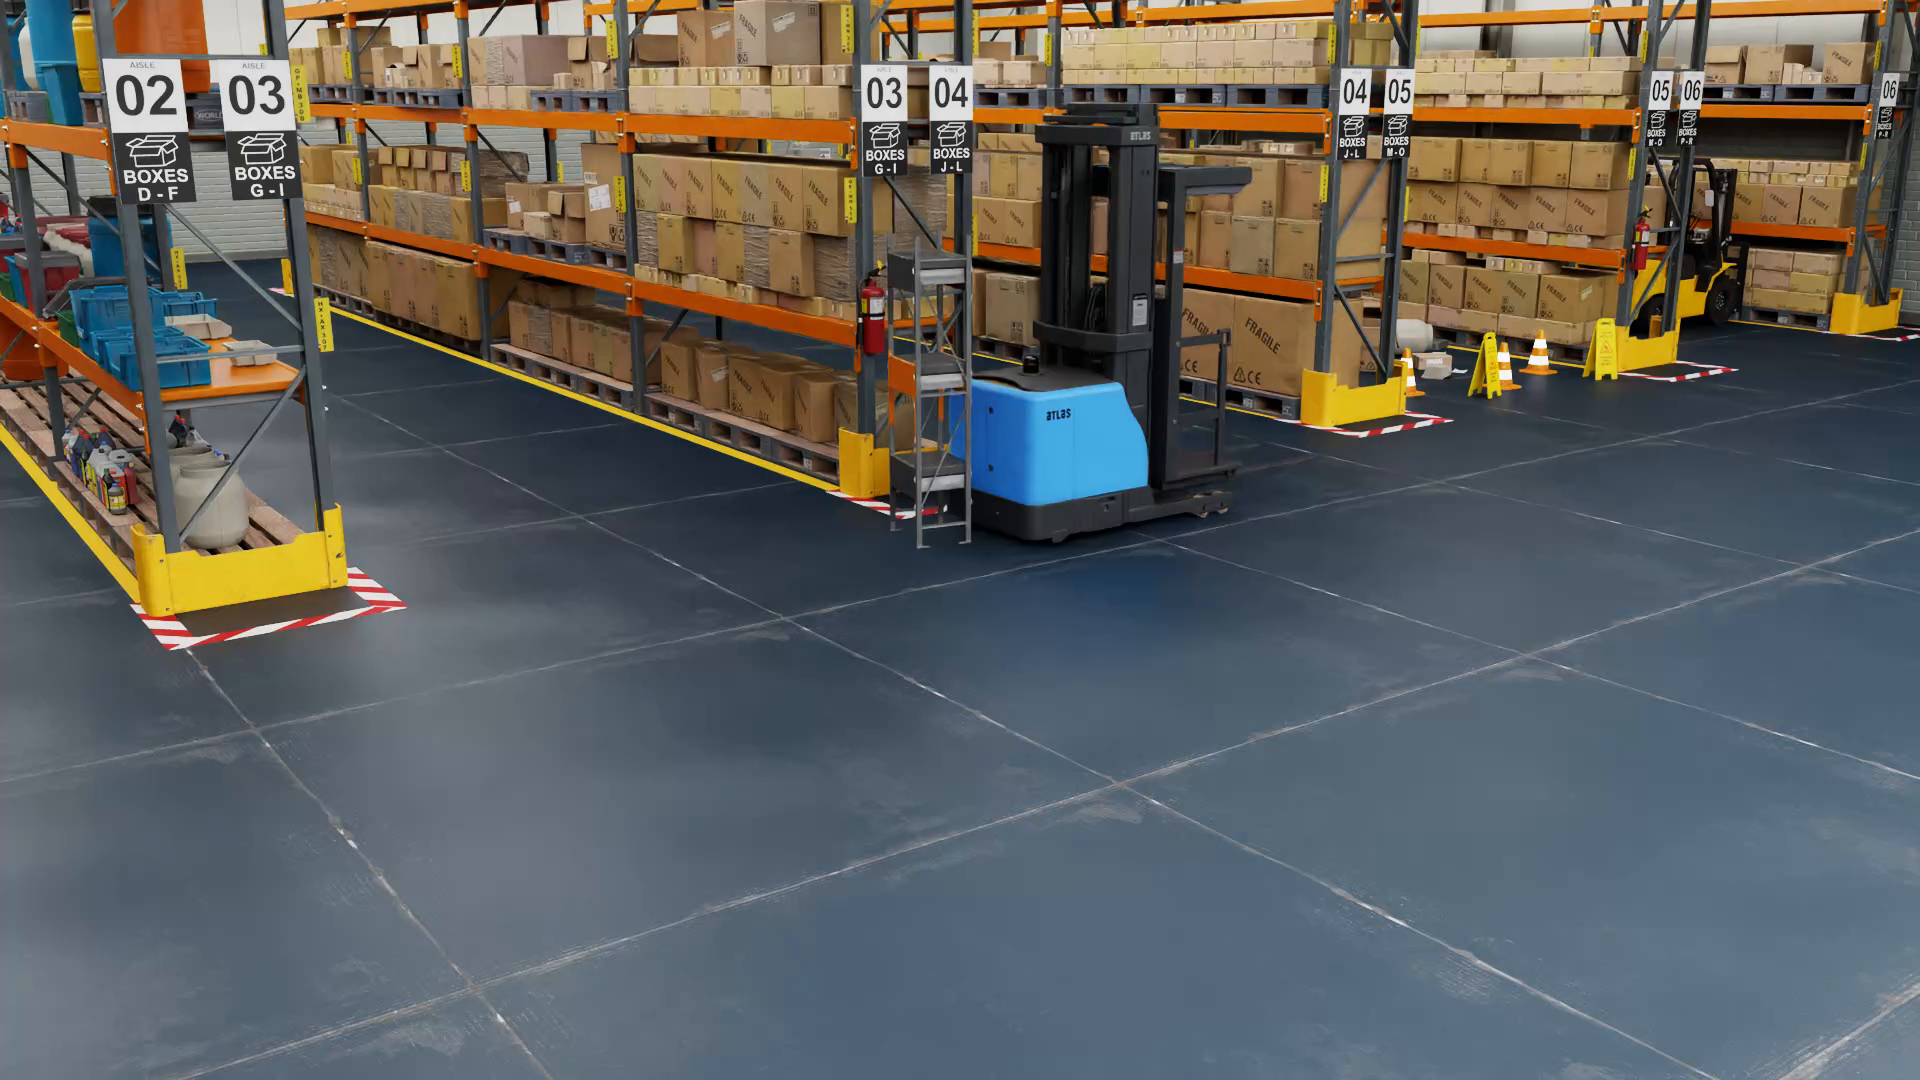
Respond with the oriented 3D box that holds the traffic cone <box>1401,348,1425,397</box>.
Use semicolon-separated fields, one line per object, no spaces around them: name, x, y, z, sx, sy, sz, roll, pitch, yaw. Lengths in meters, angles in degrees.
traffic cone;4.564;-1.727;17.009;0.336;0.463;0.334;-11;19;-35

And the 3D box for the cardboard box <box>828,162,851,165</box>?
cardboard box;-0.735;-2.810;13.513;0.500;0.500;0.500;-11;19;-35

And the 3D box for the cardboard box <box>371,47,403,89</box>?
cardboard box;-7.050;-6.006;21.171;0.700;0.500;0.500;-10;18;-33

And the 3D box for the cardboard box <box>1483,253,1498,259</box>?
cardboard box;8.567;-4.366;25.547;0.875;0.625;0.625;-11;19;-35

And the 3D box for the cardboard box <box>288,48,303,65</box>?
cardboard box;-9.169;-6.789;23.843;0.700;0.500;0.500;-12;19;-37

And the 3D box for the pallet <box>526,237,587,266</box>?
pallet;-3.850;-3.068;17.466;1.003;0.211;1.213;-11;19;-35

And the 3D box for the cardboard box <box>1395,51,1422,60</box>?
cardboard box;7.210;-7.439;26.218;0.500;0.500;0.500;-11;19;-34

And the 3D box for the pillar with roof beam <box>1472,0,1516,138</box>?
pillar with roof beam;4.995;-7.973;23.660;9.100;9.000;0.400;-11;19;-35

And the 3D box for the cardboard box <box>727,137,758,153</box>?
cardboard box;-3.396;-5.987;25.122;0.500;0.500;0.500;-10;18;-33

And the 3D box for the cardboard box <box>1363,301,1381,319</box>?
cardboard box;4.850;-2.616;20.183;0.500;0.500;0.500;1;15;4

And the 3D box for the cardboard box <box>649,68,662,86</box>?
cardboard box;-2.542;-4.126;14.815;0.380;0.149;0.250;-12;19;-37

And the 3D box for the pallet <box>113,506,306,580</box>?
pallet;-4.906;0.062;10.949;1.003;0.211;1.213;-11;19;-35

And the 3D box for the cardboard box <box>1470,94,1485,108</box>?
cardboard box;6.213;-5.152;19.510;0.380;0.149;0.250;-11;19;-34

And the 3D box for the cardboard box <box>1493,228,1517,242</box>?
cardboard box;6.471;-3.594;19.502;0.380;0.149;0.250;-11;19;-35

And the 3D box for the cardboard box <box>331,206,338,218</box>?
cardboard box;-8.449;-4.543;22.970;0.380;0.149;0.250;-10;18;-34

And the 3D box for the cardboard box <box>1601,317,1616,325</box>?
cardboard box;7.422;-2.498;19.434;0.500;0.250;0.500;-11;19;-35

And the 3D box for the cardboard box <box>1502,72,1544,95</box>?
cardboard box;6.550;-5.210;18.966;0.500;0.250;0.500;-10;18;-33

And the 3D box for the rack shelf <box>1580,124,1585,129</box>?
rack shelf;8.157;-6.559;25.538;1.077;0.370;4.000;-11;19;-35

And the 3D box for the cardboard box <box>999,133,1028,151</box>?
cardboard box;0.964;-6.256;26.670;0.500;0.500;0.500;-11;19;-35

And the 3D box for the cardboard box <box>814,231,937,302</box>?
cardboard box;-0.645;-2.182;13.112;0.875;0.500;0.500;-11;19;-35

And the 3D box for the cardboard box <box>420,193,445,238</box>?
cardboard box;-6.134;-3.909;19.989;0.500;0.500;0.500;-12;19;-36

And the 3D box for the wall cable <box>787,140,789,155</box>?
wall cable;-3.929;-8.736;35.889;0.588;1.984;0.122;-11;19;-35

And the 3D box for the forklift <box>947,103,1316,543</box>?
forklift;1.393;-1.679;12.160;3.031;2.935;1.130;-11;19;-35

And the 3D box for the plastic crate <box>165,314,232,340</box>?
plastic crate;-5.542;-1.519;11.944;0.530;0.136;0.437;-11;19;-35

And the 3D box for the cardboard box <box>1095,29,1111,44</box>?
cardboard box;1.615;-5.193;17.165;0.380;0.149;0.250;-11;19;-35

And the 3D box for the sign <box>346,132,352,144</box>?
sign;-9.304;-6.039;25.316;0.100;0.325;0.005;-11;19;-35

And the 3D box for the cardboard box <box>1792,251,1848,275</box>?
cardboard box;11.162;-3.586;21.516;0.500;0.250;0.500;-10;18;-33

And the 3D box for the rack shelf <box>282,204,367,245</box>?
rack shelf;-8.575;-4.511;23.738;1.077;0.370;4.000;-11;19;-35

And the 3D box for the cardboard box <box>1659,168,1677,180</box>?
cardboard box;9.875;-5.057;22.953;0.380;0.149;0.250;-11;19;-35

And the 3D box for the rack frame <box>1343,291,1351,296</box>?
rack frame;5.320;-4.261;21.461;1.000;3.000;0.127;-11;19;-35

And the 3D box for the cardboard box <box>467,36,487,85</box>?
cardboard box;-4.979;-5.172;17.974;0.500;0.500;0.500;-11;19;-34

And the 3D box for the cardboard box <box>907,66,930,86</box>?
cardboard box;-0.319;-3.530;12.637;0.380;0.149;0.250;-11;19;-35

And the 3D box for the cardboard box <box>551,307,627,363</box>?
cardboard box;-3.962;-2.207;17.858;0.700;0.500;0.500;-9;18;-30

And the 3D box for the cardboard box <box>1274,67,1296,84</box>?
cardboard box;3.111;-4.265;15.287;0.380;0.149;0.250;-11;19;-34

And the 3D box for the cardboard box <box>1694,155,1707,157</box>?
cardboard box;10.380;-5.299;23.271;0.380;0.149;0.250;-11;19;-35

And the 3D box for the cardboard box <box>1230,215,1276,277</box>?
cardboard box;3.132;-2.875;16.115;0.875;0.550;0.550;-11;19;-35

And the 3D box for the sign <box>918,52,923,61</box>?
sign;-0.522;-6.144;21.529;0.100;0.325;0.005;-11;19;-35

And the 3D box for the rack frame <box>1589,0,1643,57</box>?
rack frame;9.333;-7.925;23.487;1.000;3.000;0.127;-11;19;-35

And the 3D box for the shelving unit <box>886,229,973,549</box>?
shelving unit;-0.210;-1.034;11.377;0.431;2.100;0.503;-7;17;-23

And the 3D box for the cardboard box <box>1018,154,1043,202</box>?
cardboard box;1.079;-4.106;18.814;0.700;0.500;0.500;-11;19;-35

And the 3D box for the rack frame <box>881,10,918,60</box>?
rack frame;-0.976;-7.218;20.904;1.000;3.000;0.127;-11;19;-35

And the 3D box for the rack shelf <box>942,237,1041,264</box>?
rack shelf;0.200;-3.551;20.230;1.077;0.370;4.000;-11;19;-35

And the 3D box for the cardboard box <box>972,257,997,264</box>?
cardboard box;-0.174;-3.112;20.731;1.050;0.750;0.750;-11;19;-34

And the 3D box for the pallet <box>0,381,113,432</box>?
pallet;-8.630;-1.291;15.894;1.003;0.211;1.213;-11;19;-35

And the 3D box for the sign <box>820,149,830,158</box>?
sign;-3.007;-8.393;36.741;0.329;0.494;0.001;-11;19;-35

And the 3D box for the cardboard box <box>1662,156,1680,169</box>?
cardboard box;9.908;-5.205;22.931;0.380;0.149;0.250;-11;19;-35

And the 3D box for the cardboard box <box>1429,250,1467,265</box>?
cardboard box;5.938;-3.441;20.231;0.380;0.149;0.250;-10;18;-31

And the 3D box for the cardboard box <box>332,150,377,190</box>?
cardboard box;-8.177;-5.028;22.564;0.500;0.500;0.500;-11;19;-34

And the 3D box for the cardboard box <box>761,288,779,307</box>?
cardboard box;-1.426;-2.040;13.825;0.380;0.149;0.250;-11;19;-35

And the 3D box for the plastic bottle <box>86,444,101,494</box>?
plastic bottle;-6.202;-0.520;11.980;0.144;0.351;0.185;-11;19;-35

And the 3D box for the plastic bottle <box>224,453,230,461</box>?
plastic bottle;-5.282;-0.488;11.990;0.061;0.283;0.133;-10;18;-34

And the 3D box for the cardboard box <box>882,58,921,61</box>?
cardboard box;-0.728;-5.791;20.553;0.500;0.311;0.500;-11;19;-34

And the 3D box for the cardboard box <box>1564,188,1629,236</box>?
cardboard box;7.130;-3.671;18.555;0.500;0.500;0.500;-11;19;-36

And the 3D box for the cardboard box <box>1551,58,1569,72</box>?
cardboard box;6.842;-5.318;18.607;0.380;0.149;0.250;-11;19;-34

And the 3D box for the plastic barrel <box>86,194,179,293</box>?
plastic barrel;-6.684;-2.325;13.439;0.600;0.901;0.708;-11;19;-35
